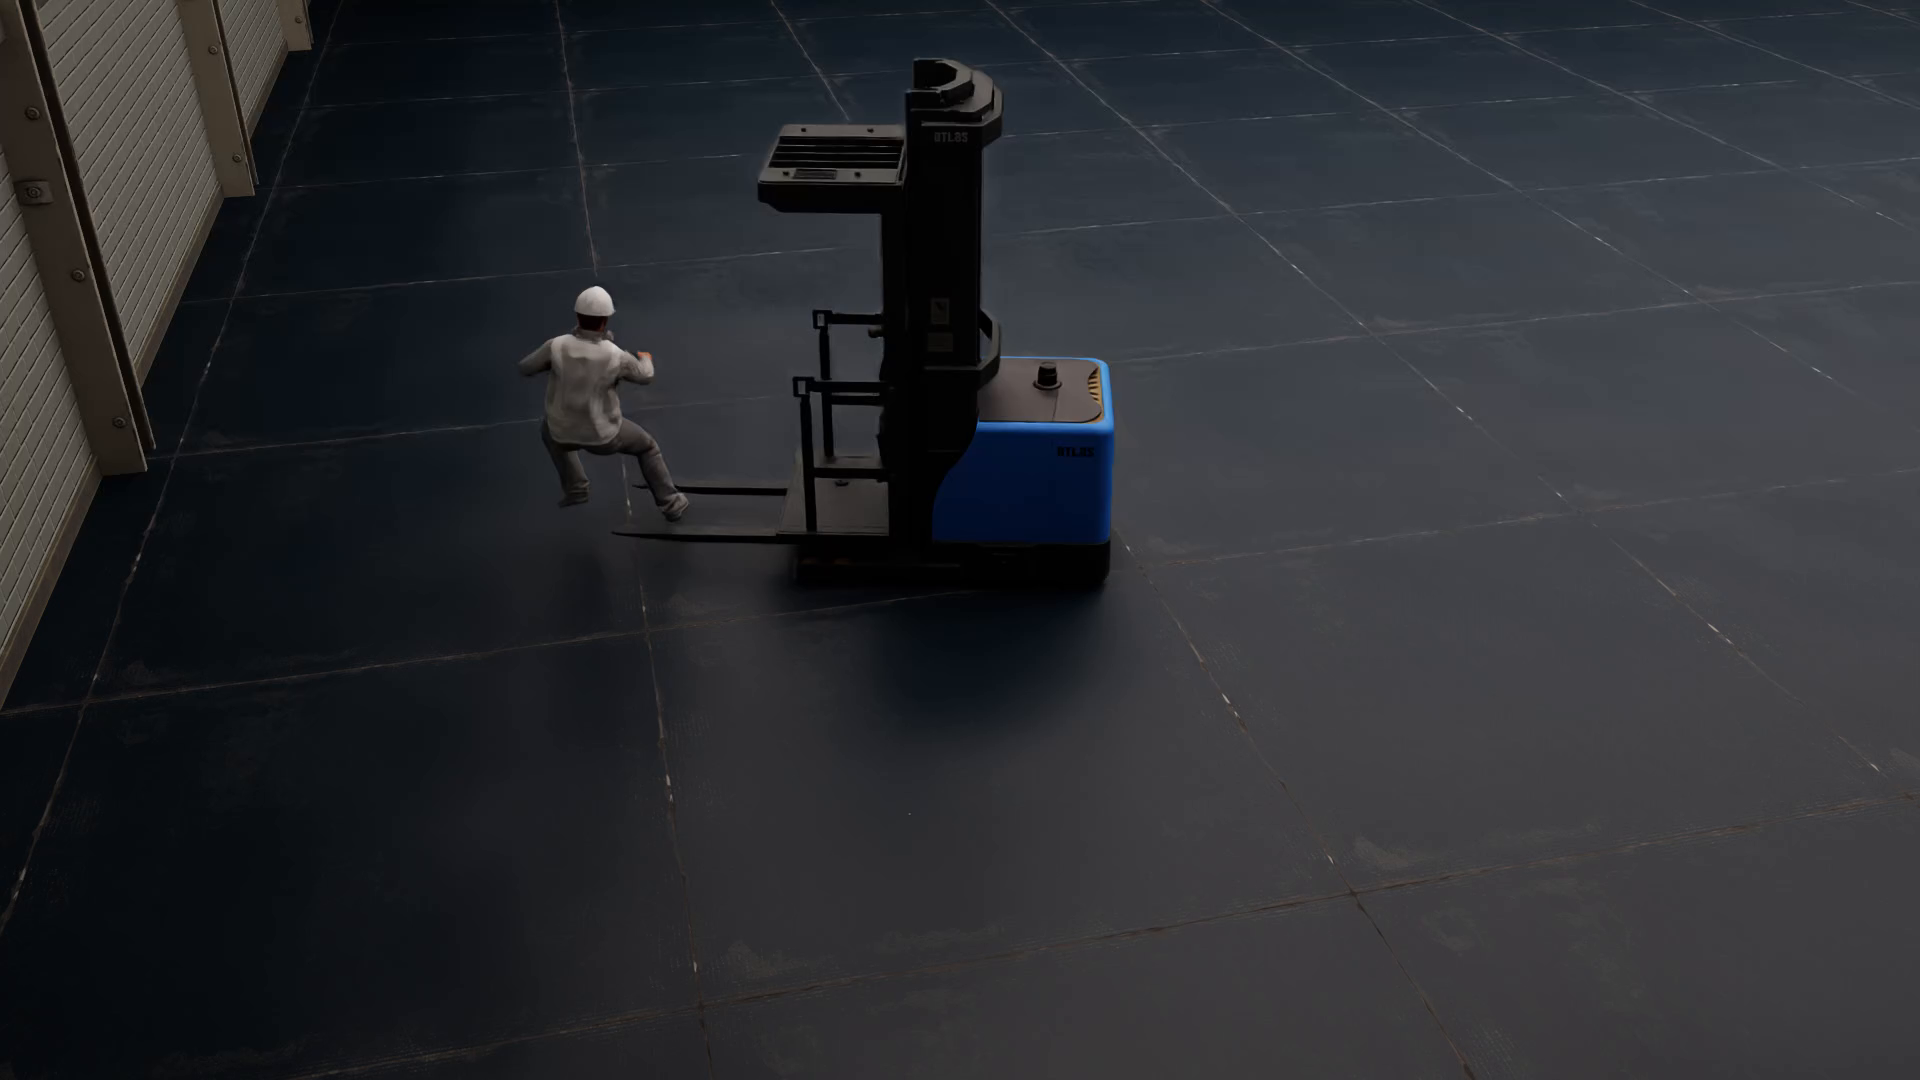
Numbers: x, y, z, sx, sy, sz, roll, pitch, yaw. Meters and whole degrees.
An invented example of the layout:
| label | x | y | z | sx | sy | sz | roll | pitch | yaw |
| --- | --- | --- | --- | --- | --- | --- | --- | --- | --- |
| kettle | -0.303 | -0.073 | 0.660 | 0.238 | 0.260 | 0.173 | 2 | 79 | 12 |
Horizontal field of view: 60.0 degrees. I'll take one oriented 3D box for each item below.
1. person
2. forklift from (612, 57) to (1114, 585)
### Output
| label | x | y | z | sx | sy | sz | roll | pitch | yaw |
| --- | --- | --- | --- | --- | --- | --- | --- | --- | --- |
| person | -2.204 | -0.833 | 10.122 | 0.934 | 1.581 | 0.772 | 1 | 30 | 1 |
| forklift | -0.599 | -1.259 | 9.749 | 3.031 | 2.935 | 1.130 | 1 | 30 | 2 |
